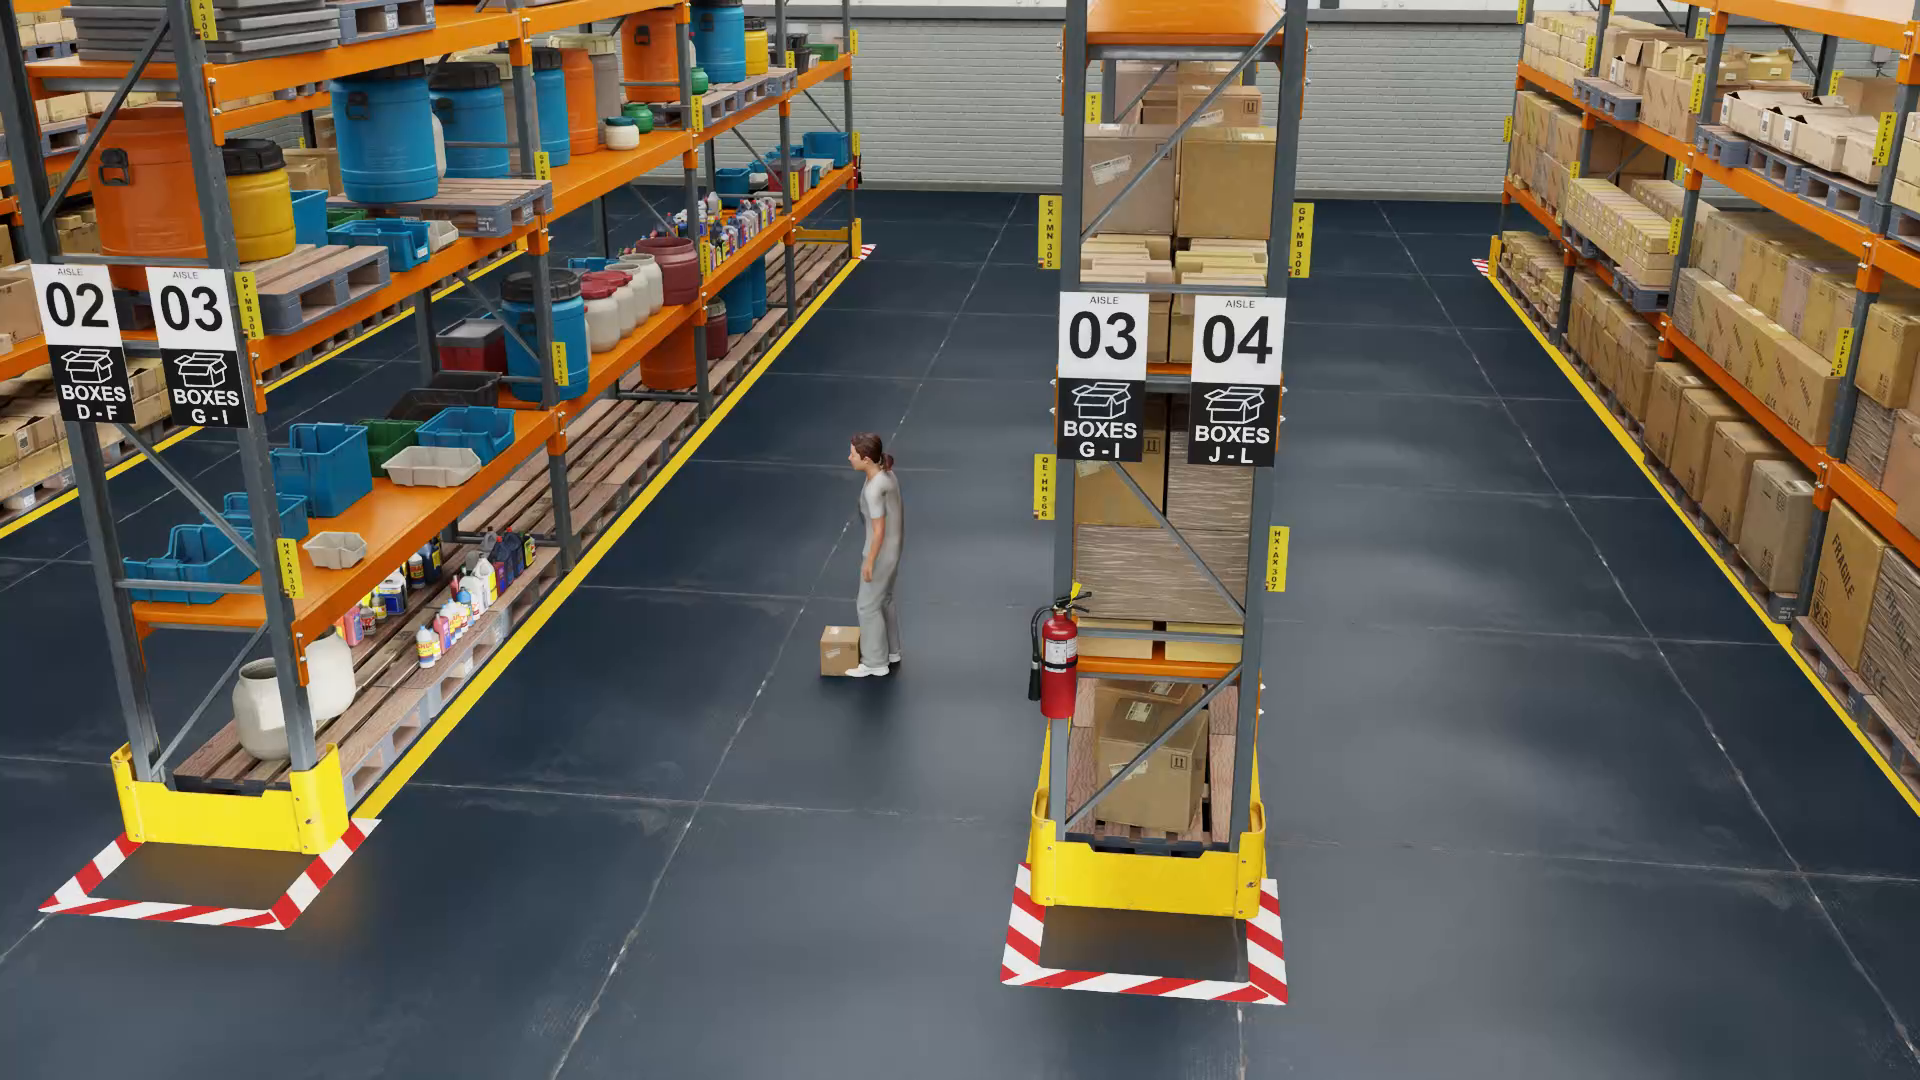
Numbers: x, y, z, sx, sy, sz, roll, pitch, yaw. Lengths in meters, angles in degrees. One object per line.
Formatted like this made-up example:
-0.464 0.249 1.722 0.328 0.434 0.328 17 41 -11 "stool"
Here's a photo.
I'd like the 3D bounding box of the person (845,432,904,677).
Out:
-0.571 0.088 10.860 0.409 1.673 0.514 1 21 4 "person"
